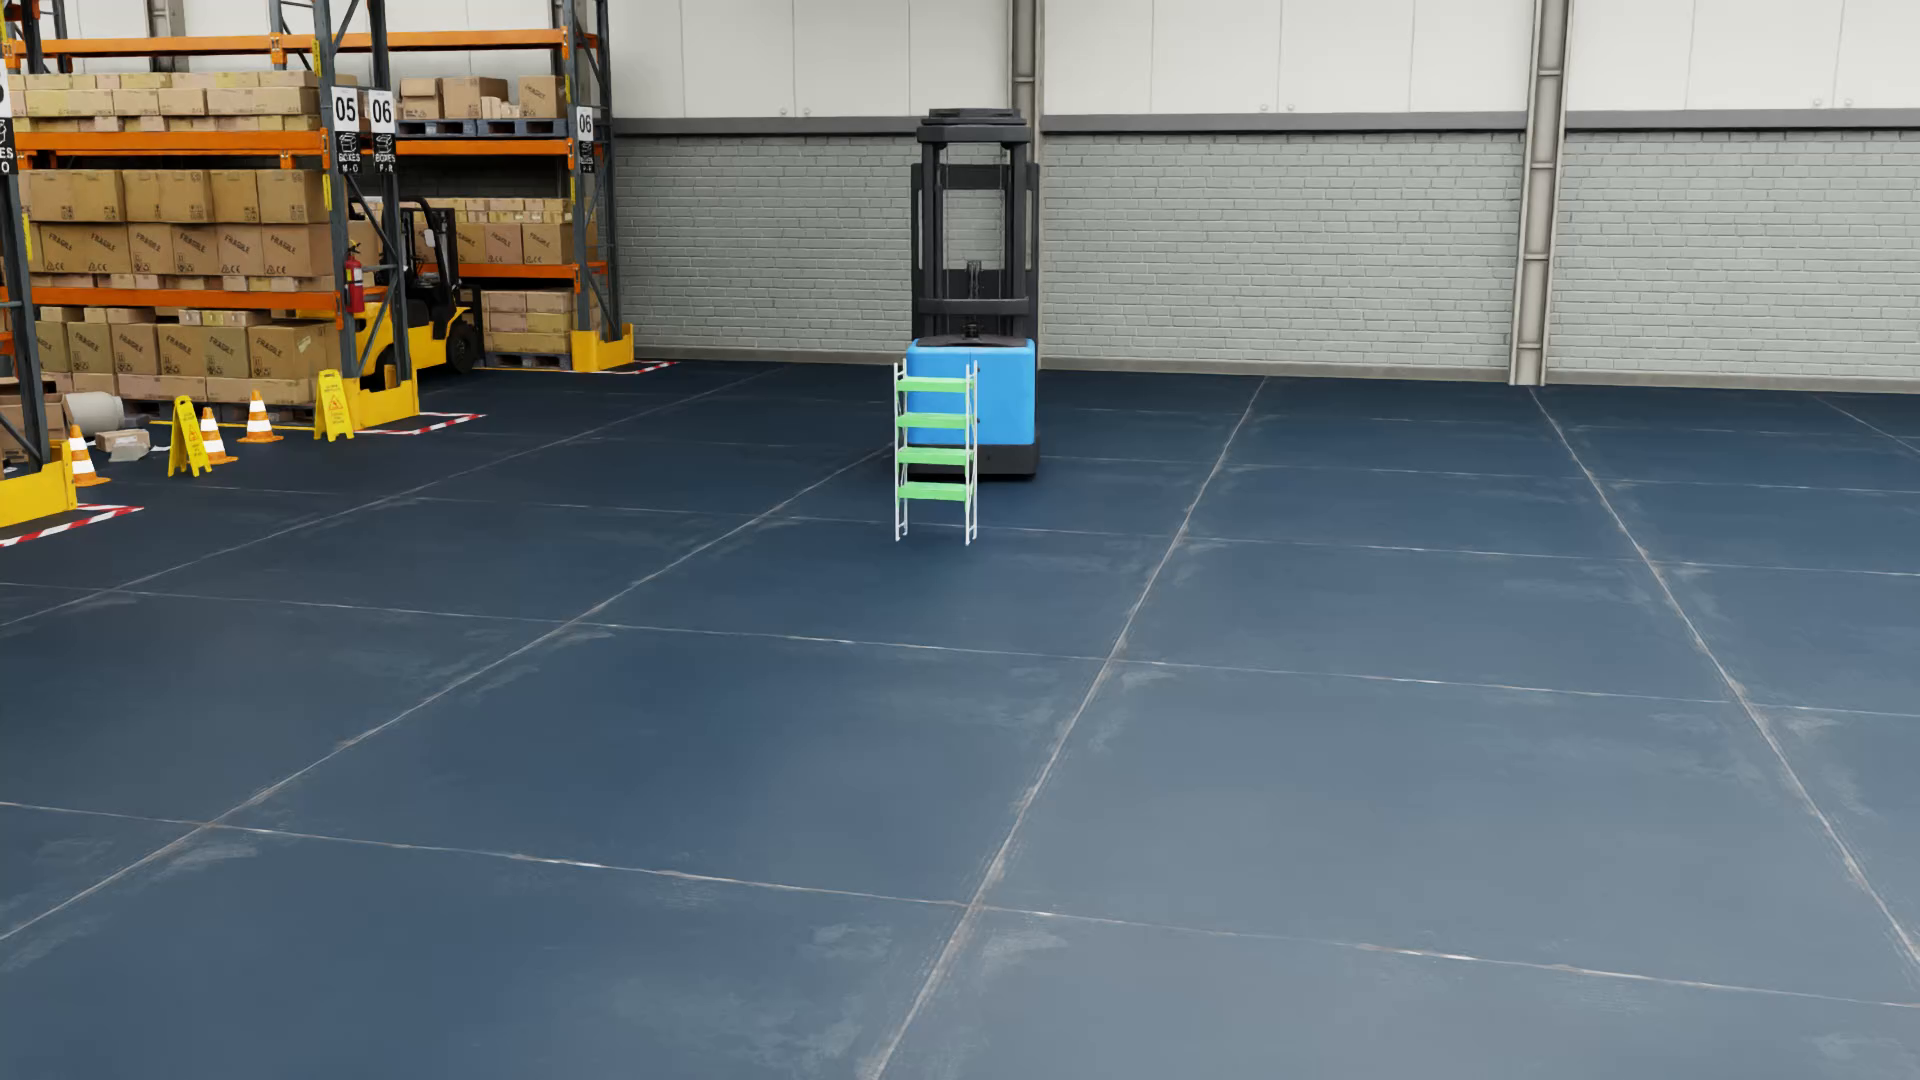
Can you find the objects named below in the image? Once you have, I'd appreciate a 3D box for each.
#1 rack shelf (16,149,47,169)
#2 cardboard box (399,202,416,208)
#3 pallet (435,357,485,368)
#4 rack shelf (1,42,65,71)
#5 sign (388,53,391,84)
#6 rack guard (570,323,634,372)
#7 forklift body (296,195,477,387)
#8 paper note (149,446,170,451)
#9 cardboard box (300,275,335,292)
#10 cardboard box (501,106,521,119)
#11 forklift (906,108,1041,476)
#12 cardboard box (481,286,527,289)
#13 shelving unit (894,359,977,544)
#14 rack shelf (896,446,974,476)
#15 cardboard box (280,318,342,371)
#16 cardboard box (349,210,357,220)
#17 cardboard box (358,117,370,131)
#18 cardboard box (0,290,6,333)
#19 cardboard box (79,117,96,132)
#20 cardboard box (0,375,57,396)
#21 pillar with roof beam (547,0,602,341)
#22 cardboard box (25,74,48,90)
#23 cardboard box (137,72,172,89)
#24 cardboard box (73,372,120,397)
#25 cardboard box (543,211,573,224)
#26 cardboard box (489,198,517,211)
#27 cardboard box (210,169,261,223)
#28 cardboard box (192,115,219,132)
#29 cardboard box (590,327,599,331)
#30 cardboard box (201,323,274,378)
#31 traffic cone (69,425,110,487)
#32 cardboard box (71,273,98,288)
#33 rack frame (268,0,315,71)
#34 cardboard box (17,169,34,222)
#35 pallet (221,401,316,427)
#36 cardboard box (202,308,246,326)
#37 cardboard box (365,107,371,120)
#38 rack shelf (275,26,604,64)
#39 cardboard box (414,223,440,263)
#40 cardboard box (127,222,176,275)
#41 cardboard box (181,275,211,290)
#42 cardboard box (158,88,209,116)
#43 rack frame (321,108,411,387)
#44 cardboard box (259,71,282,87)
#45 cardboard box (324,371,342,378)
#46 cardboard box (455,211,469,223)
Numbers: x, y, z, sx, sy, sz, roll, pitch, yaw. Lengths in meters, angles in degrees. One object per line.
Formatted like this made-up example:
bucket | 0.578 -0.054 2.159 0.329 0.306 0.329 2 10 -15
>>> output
rack shelf | -11.581 -4.066 17.370 4.000 0.370 1.077 3 13 14
cardboard box | -6.946 -4.274 21.159 0.250 0.149 0.380 3 13 13
pallet | -6.503 -2.419 21.647 1.213 0.211 1.003 3 13 14
rack shelf | -14.279 -6.587 22.729 4.000 0.370 1.077 3 13 14
sign | -5.626 -4.646 16.308 0.005 0.325 0.100 3 13 14
rack guard | -4.547 -2.464 21.184 0.348 0.500 1.175 3 13 14
forklift body | -6.848 -2.986 19.725 1.214 2.155 2.313 3 13 14
paper note | -7.150 -0.822 14.869 0.142 0.019 0.148 -1 13 -6
cardboard box | -6.170 -2.493 16.125 0.250 0.149 0.380 4 13 15
cardboard box | -5.447 -5.260 20.471 0.250 0.149 0.380 3 13 12
forklift | 0.138 -2.217 14.458 1.130 2.935 3.031 0 13 2
cardboard box | -5.960 -3.154 21.595 0.500 0.250 0.500 3 13 13
shelving unit | -0.161 -0.594 11.143 0.503 1.200 0.258 3 13 14
rack shelf | -0.161 -0.532 11.156 0.480 0.148 0.258 3 13 14
cardboard box | -6.496 -1.971 16.840 0.500 0.500 0.500 3 13 12
cardboard box | -7.696 -4.166 21.356 0.250 0.149 0.380 3 13 13
cardboard box | -6.000 -4.069 16.301 0.250 0.149 0.380 3 13 14
cardboard box | -7.215 -1.678 11.526 0.550 0.550 0.875 3 13 14
cardboard box | -8.397 -4.070 16.309 0.250 0.149 0.380 3 13 12
cardboard box | -8.925 -1.288 15.879 0.500 0.500 0.500 -9 15 -35
pillar with roof beam | -6.062 -5.934 17.206 0.400 9.000 9.100 3 13 14
cardboard box | -8.898 -4.472 16.278 0.250 0.149 0.380 3 13 12
cardboard box | -7.652 -4.400 15.955 0.250 0.149 0.380 3 13 15
cardboard box | -8.610 -1.599 16.893 0.500 0.250 0.500 4 13 17
cardboard box | -4.974 -4.010 20.653 0.250 0.149 0.380 3 13 14
cardboard box | -5.700 -4.213 20.882 0.250 0.149 0.380 3 13 14
cardboard box | -6.794 -3.332 16.100 0.500 0.500 0.700 3 13 14
cardboard box | -7.152 -4.000 15.991 0.250 0.149 0.380 3 13 13
cardboard box | -5.000 -2.615 21.471 0.500 0.250 0.500 3 13 14
cardboard box | -7.104 -1.883 16.444 0.500 0.500 0.500 4 13 16
traffic cone | -7.019 -0.683 13.243 0.334 0.463 0.336 3 13 14
cardboard box | -8.656 -2.613 16.664 0.250 0.149 0.380 3 13 15
rack frame | -8.454 -6.822 21.205 0.127 3.000 1.000 3 13 14
cardboard box | -9.264 -3.463 16.689 0.500 0.500 0.700 3 13 13
pallet | -6.610 -1.333 16.757 1.213 0.211 1.003 3 13 14
cardboard box | -7.212 -2.192 16.338 0.250 0.149 0.380 3 13 14
cardboard box | -7.345 -5.361 20.928 0.250 0.149 0.380 3 13 15
rack shelf | -6.512 -6.171 20.858 4.000 0.370 1.077 3 13 14
cardboard box | -6.601 -3.784 21.131 0.500 0.500 0.500 3 13 14
cardboard box | -7.806 -2.889 16.414 0.500 0.500 0.500 3 13 14
cardboard box | -7.429 -2.545 16.358 0.250 0.149 0.380 3 13 13
cardboard box | -7.310 -4.200 15.972 0.500 0.250 0.500 3 13 15
rack frame | -5.756 -2.641 16.213 0.127 3.000 1.000 3 13 14
cardboard box | -6.396 -4.349 15.725 0.250 0.149 0.380 3 13 15
cardboard box | -6.473 -1.604 16.916 0.500 0.250 0.500 3 13 13
cardboard box | -6.225 -4.071 20.930 0.250 0.149 0.380 3 13 14
